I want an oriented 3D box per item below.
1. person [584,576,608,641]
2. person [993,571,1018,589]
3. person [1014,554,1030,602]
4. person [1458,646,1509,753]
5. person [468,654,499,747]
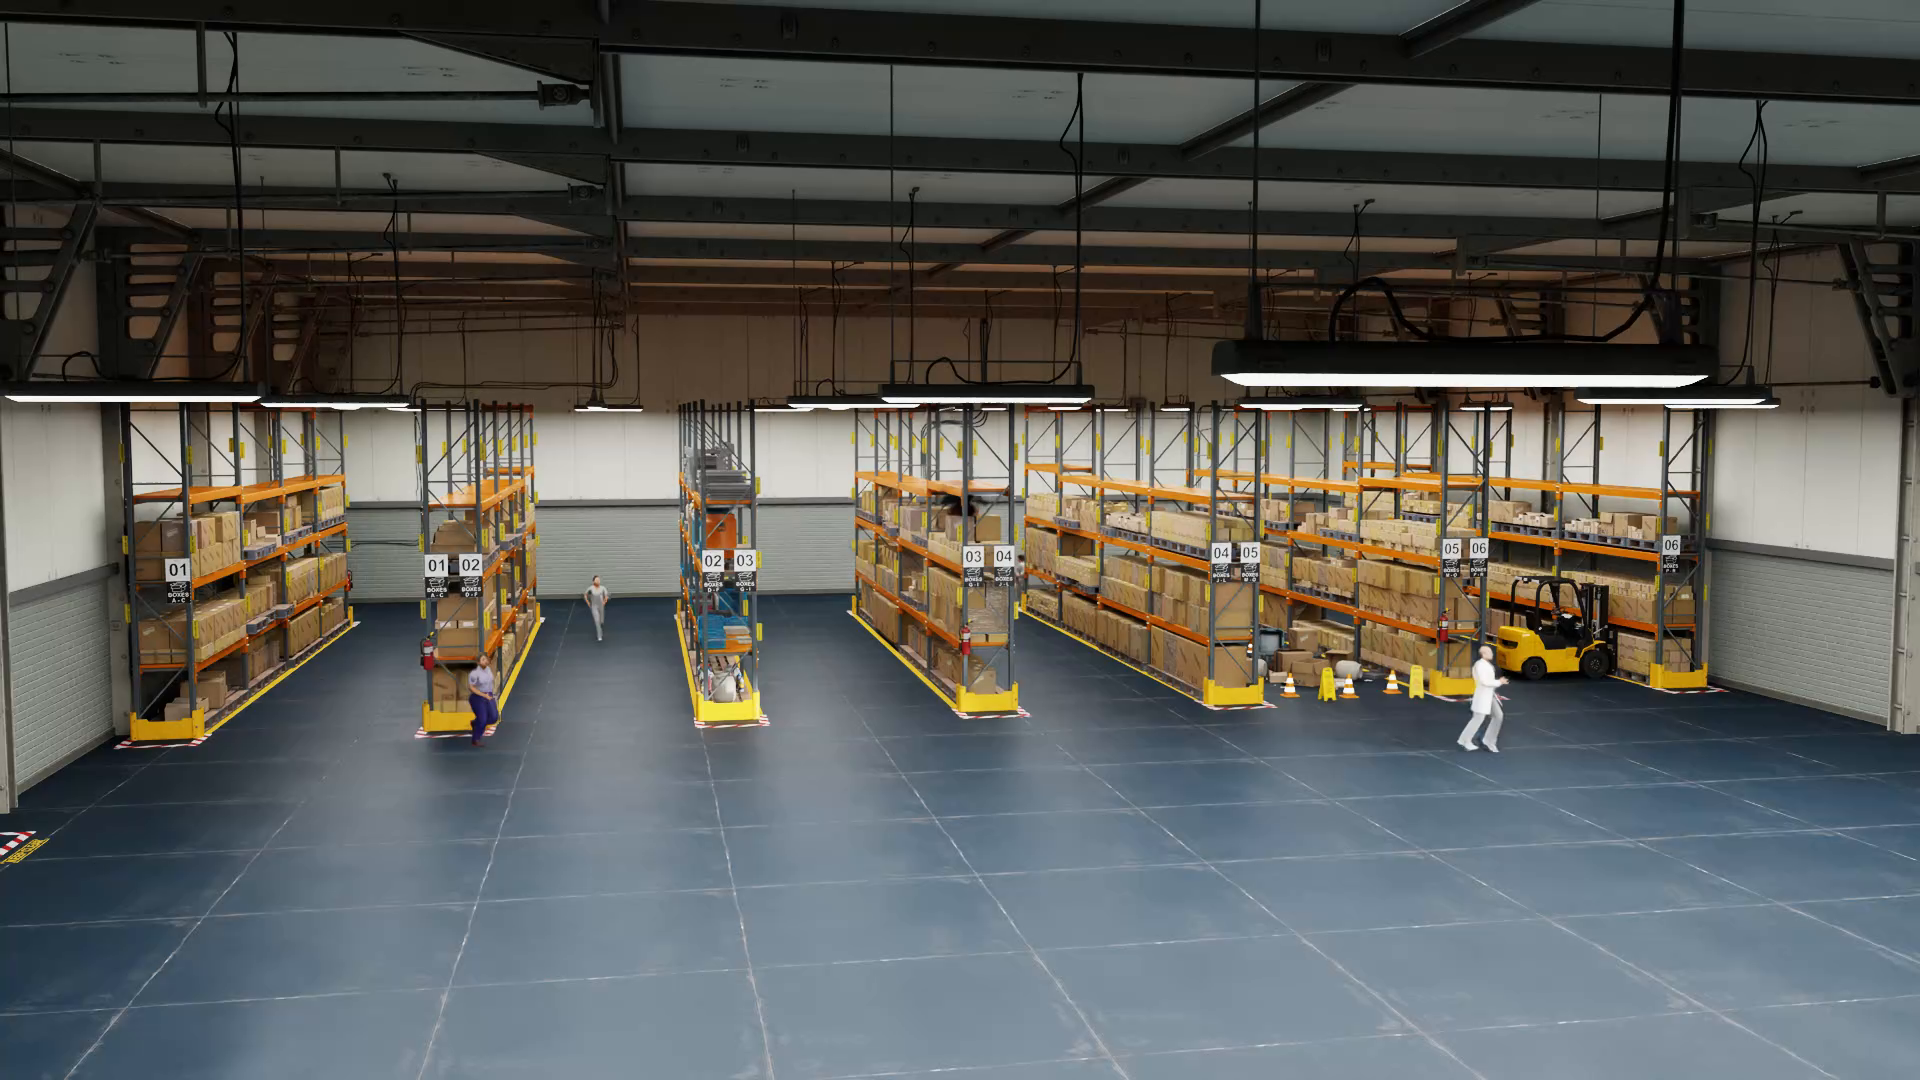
[{"bbox_3d":[-9.218,1.725,42.174,0.597,1.637,0.783,-2,5,-21],"label":"person"},{"bbox_3d":[1.237,1.417,45.288,0.730,1.787,1.052,0,4,-2],"label":"person"},{"bbox_3d":[1.884,1.194,49.860,0.762,1.562,0.594,-1,4,-11],"label":"person"},{"bbox_3d":[8.869,2.717,28.146,0.840,1.856,0.709,3,5,34],"label":"person"},{"bbox_3d":[-8.255,2.766,28.760,0.623,1.614,0.631,2,5,26],"label":"person"}]
